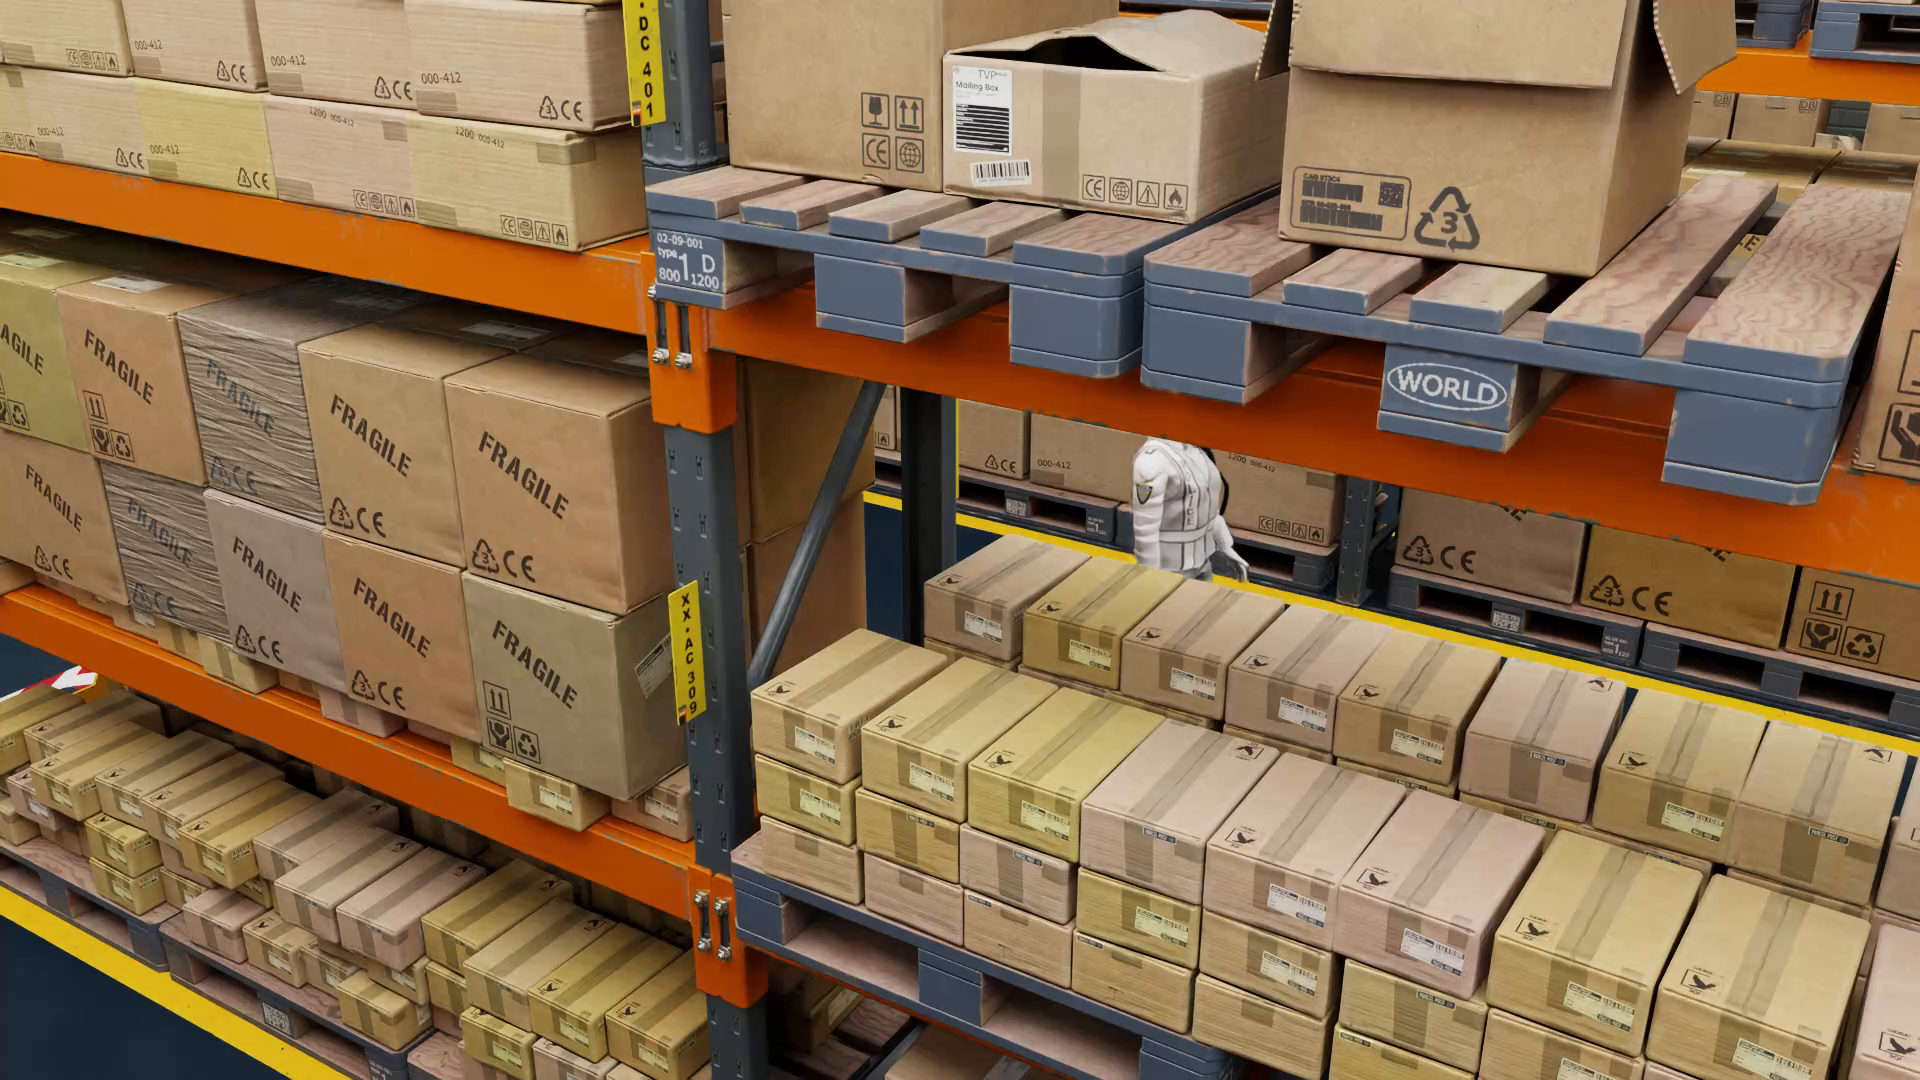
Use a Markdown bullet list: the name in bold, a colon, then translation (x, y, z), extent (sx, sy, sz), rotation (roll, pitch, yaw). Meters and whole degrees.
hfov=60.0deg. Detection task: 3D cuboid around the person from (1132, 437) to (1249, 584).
- **person**: translation (0.941, 0.129, 6.759), extent (0.490, 1.702, 0.508), rotation (12, 26, 26)
